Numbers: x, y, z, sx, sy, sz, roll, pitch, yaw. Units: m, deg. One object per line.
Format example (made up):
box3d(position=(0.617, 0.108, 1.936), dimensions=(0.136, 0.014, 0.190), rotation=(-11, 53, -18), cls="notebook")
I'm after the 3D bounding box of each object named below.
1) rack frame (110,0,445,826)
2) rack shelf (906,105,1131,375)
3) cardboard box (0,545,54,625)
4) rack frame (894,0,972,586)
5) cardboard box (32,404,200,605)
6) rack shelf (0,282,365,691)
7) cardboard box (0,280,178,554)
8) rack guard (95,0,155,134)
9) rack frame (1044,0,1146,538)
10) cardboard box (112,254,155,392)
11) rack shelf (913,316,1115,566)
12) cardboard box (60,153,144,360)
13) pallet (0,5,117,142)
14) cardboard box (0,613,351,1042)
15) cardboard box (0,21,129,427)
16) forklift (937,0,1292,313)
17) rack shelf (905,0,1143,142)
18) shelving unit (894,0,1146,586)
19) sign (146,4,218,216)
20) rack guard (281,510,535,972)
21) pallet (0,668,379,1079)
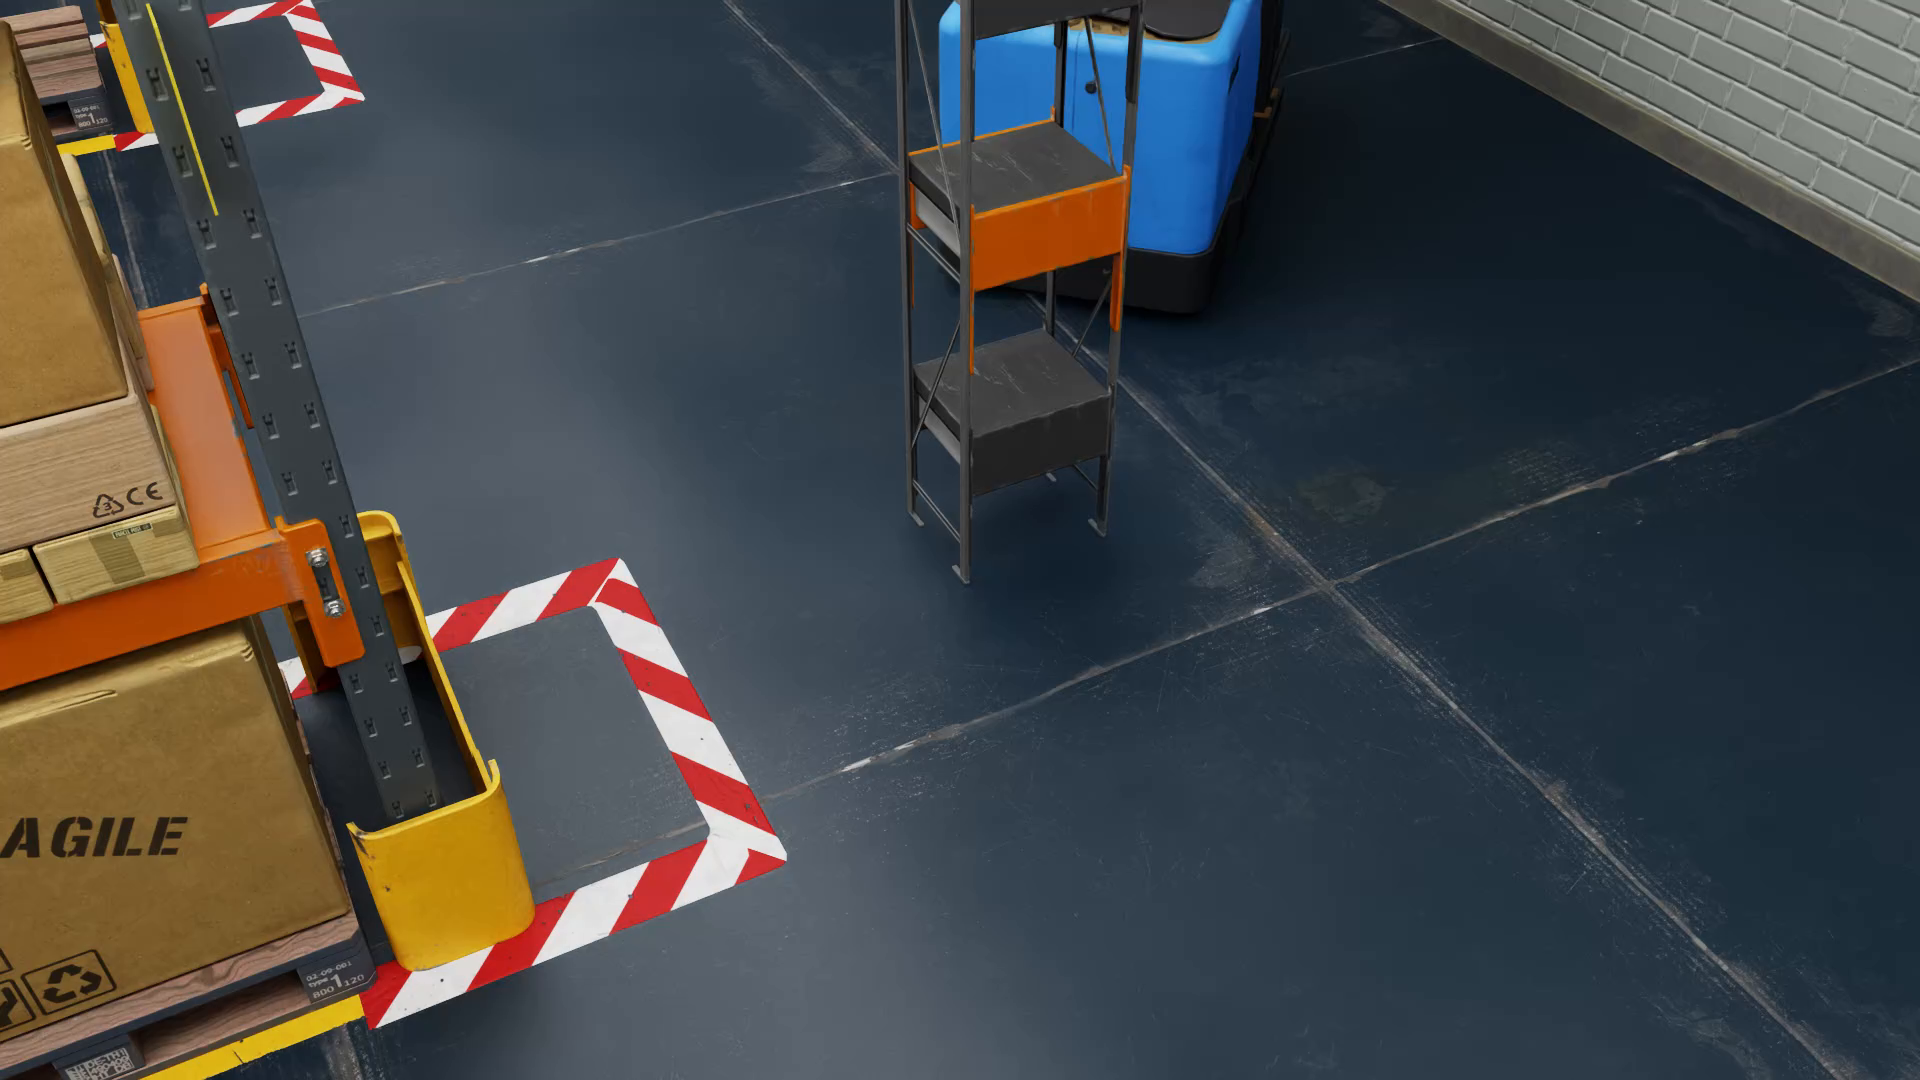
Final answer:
box3d(position=(-1.479, -0.466, 3.479), dimensions=(0.127, 3.000, 1.000), rotation=(-19, 44, -21), cls="rack frame")
box3d(position=(0.147, -0.840, 4.639), dimensions=(0.480, 0.518, 0.431), rotation=(-19, 44, -21), cls="rack shelf")
box3d(position=(-1.873, 0.004, 3.119), dimensions=(0.250, 0.149, 0.380), rotation=(-18, 44, -20), cls="cardboard box")
box3d(position=(-0.070, -0.778, 4.544), dimensions=(0.015, 2.100, 0.400), rotation=(-19, 44, -21), cls="rack frame")
box3d(position=(-1.643, -0.075, 3.211), dimensions=(0.250, 0.149, 0.380), rotation=(-18, 43, -20), cls="cardboard box")
box3d(position=(-3.253, 0.406, 3.006), dimensions=(4.000, 0.370, 1.077), rotation=(-19, 44, -21), cls="rack shelf")
box3d(position=(-1.786, -0.225, 3.081), dimensions=(0.500, 0.250, 0.500), rotation=(-19, 44, -21), cls="cardboard box")
box3d(position=(-3.752, -2.365, 7.656), dimensions=(0.348, 0.500, 1.175), rotation=(-19, 44, -21), cls="rack guard")
box3d(position=(0.363, -0.924, 4.716), dimensions=(0.015, 2.100, 0.400), rotation=(-19, 44, -21), cls="rack frame")
box3d(position=(-1.947, -0.453, 3.658), dimensions=(0.250, 0.149, 0.380), rotation=(-18, 43, -20), cls="cardboard box")
box3d(position=(0.147, -0.306, 5.091), dimensions=(0.480, 0.518, 0.431), rotation=(-19, 44, -21), cls="rack shelf")
box3d(position=(-2.030, -0.534, 3.445), dimensions=(0.500, 0.250, 0.500), rotation=(-20, 44, -22), cls="cardboard box")
box3d(position=(-4.517, -2.016, 7.468), dimensions=(1.213, 0.211, 1.003), rotation=(-19, 44, -21), cls="pallet")
box3d(position=(-2.010, 0.422, 3.750), dimensions=(0.875, 0.875, 0.875), rotation=(-19, 44, -21), cls="cardboard box")
box3d(position=(-1.790, -0.512, 2.839), dimensions=(0.500, 0.500, 0.500), rotation=(-18, 43, -20), cls="cardboard box")
box3d(position=(0.817, -2.915, 6.425), dimensions=(1.130, 2.935, 3.031), rotation=(11, 41, 12), cls="forklift")
box3d(position=(0.147, -1.375, 4.187), dimensions=(0.480, 0.518, 0.431), rotation=(-19, 44, -21), cls="rack shelf")
box3d(position=(0.147, -0.851, 4.630), dimensions=(0.503, 2.100, 0.431), rotation=(-19, 44, -21), cls="shelving unit")
box3d(position=(-1.241, -0.683, 2.656), dimensions=(0.005, 0.325, 0.100), rotation=(-19, 44, -21), cls="sign")
box3d(position=(-1.458, 0.481, 4.295), dimensions=(0.348, 0.500, 1.175), rotation=(-19, 44, -21), cls="rack guard")
box3d(position=(-2.152, 0.882, 4.045), dimensions=(1.213, 0.211, 1.003), rotation=(-19, 44, -21), cls="pallet")
